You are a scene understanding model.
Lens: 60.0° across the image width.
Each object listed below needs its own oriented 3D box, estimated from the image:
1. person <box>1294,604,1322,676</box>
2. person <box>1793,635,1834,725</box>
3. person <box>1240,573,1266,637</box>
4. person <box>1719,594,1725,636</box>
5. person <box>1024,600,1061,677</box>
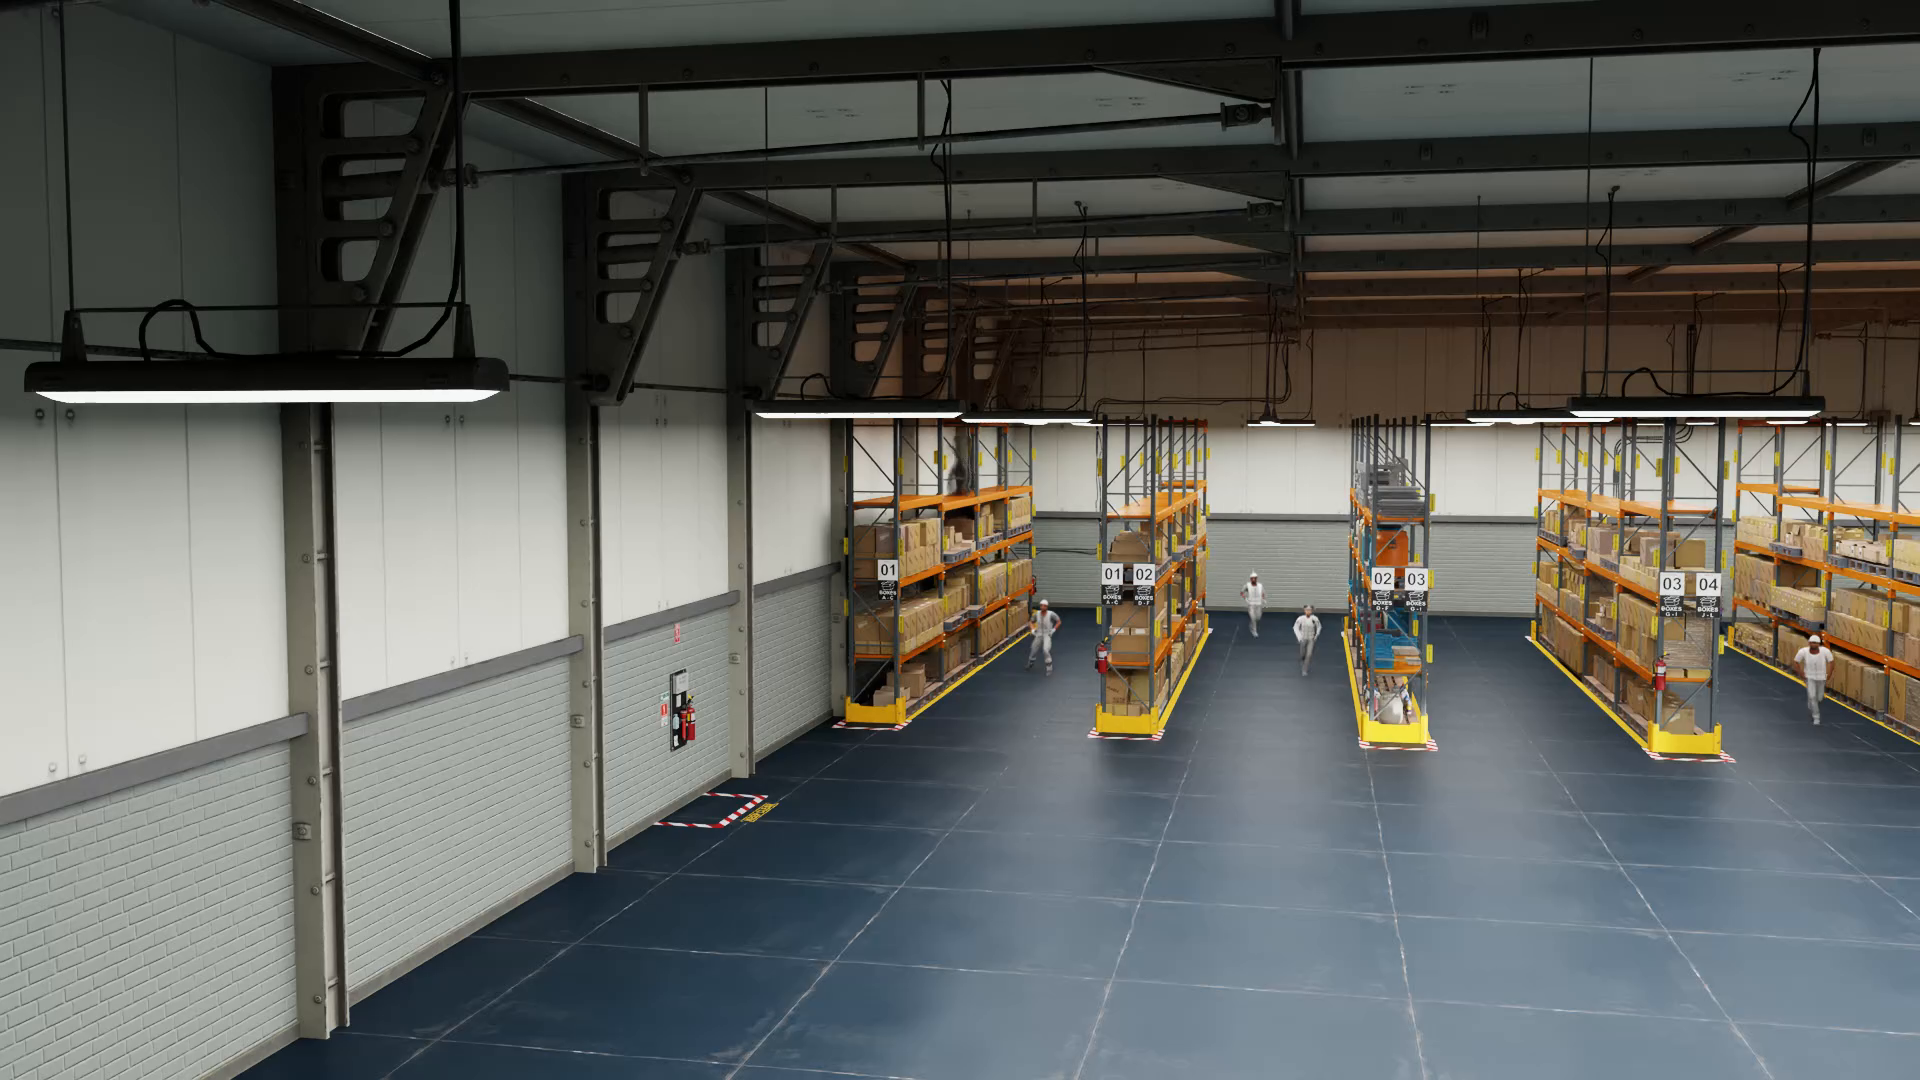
[{"bbox_3d":[8.130,2.315,38.877,0.641,1.659,0.636,1,4,9],"label":"person"},{"bbox_3d":[16.719,2.714,32.583,0.708,1.746,0.907,1,4,17],"label":"person"},{"bbox_3d":[8.124,1.793,46.100,0.682,1.748,0.699,-1,4,-8],"label":"person"},{"bbox_3d":[20.650,1.955,45.331,0.619,1.542,0.646,0,4,2],"label":"person"},{"bbox_3d":[1.902,2.271,38.851,0.898,1.774,0.766,1,4,15],"label":"person"}]
